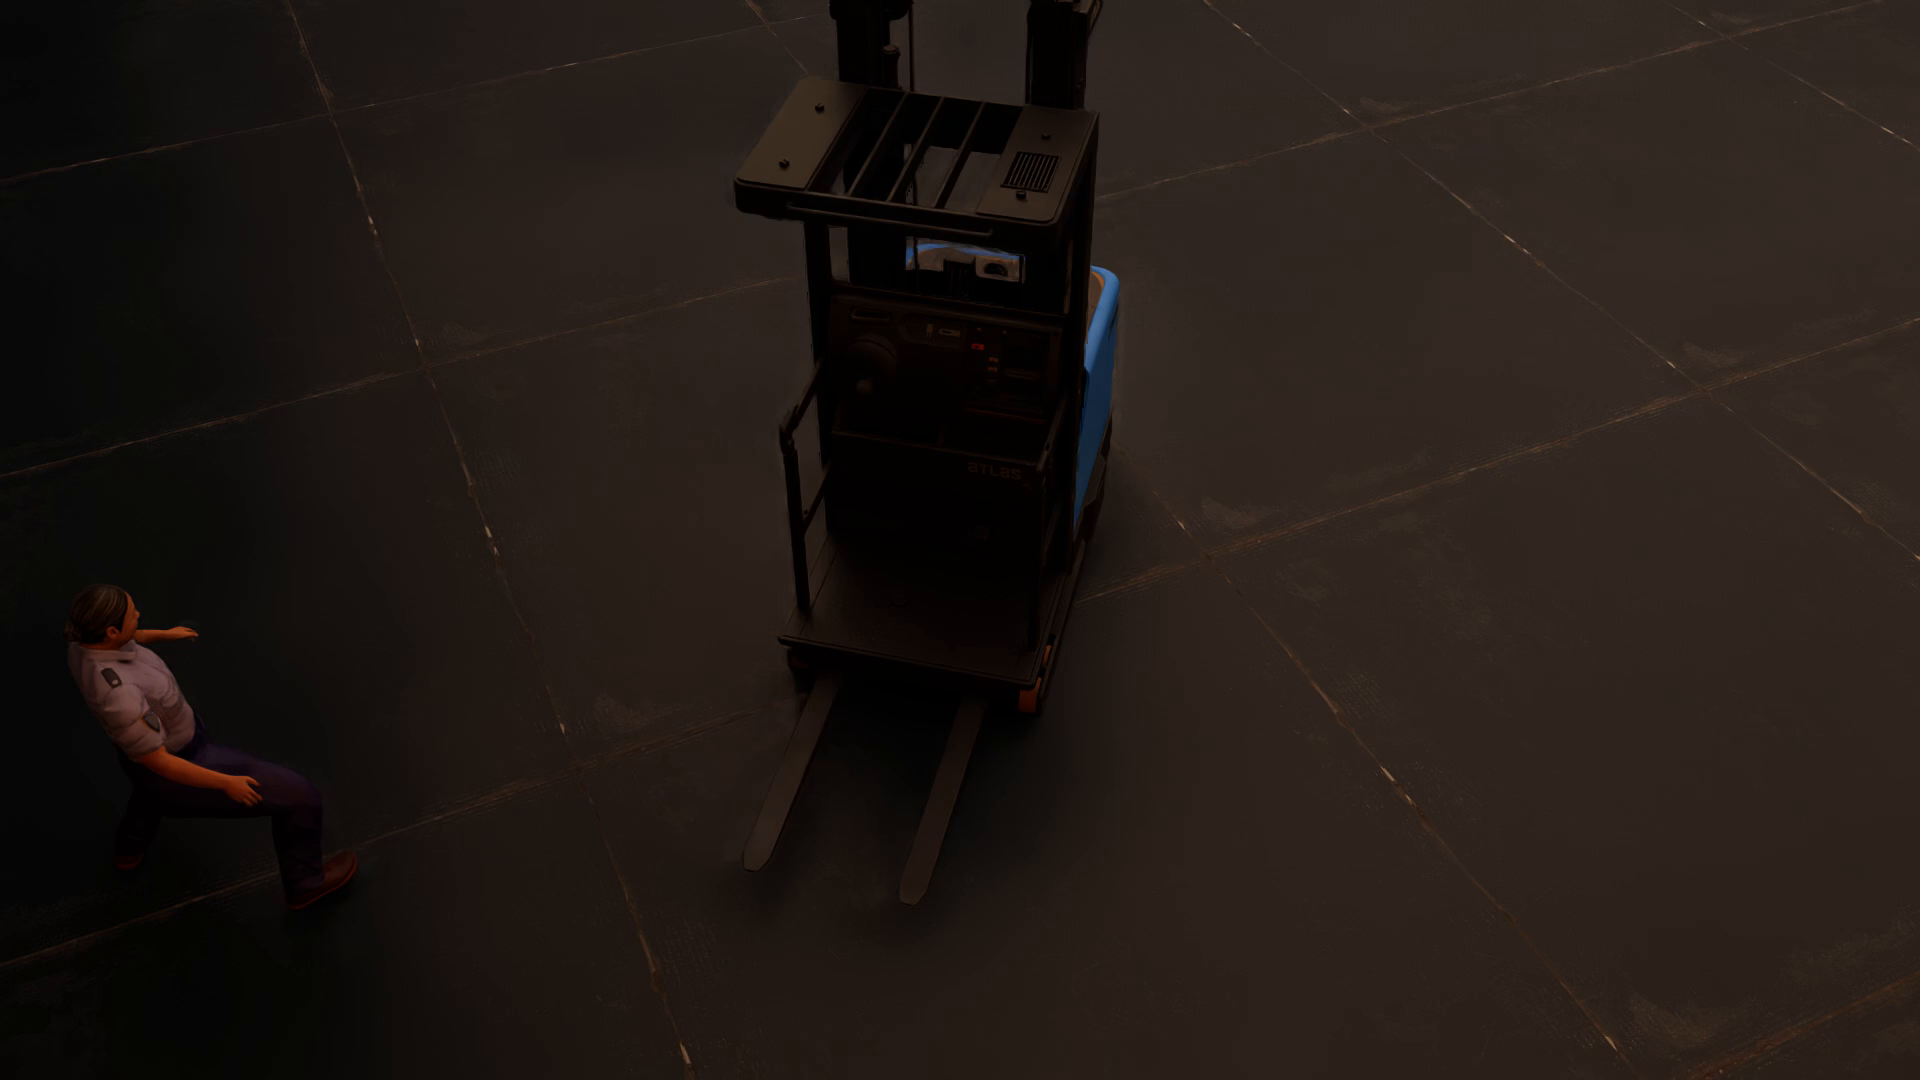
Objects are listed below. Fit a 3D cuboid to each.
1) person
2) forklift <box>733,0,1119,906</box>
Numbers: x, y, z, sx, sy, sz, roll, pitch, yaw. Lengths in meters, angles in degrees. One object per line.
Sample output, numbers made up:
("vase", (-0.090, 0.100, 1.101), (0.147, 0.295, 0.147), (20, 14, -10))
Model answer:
("person", (-2.838, 0.715, 6.002), (0.741, 1.514, 0.914), (-29, 50, -27))
("forklift", (-0.115, -0.630, 6.355), (1.130, 2.935, 3.031), (10, 44, 10))
